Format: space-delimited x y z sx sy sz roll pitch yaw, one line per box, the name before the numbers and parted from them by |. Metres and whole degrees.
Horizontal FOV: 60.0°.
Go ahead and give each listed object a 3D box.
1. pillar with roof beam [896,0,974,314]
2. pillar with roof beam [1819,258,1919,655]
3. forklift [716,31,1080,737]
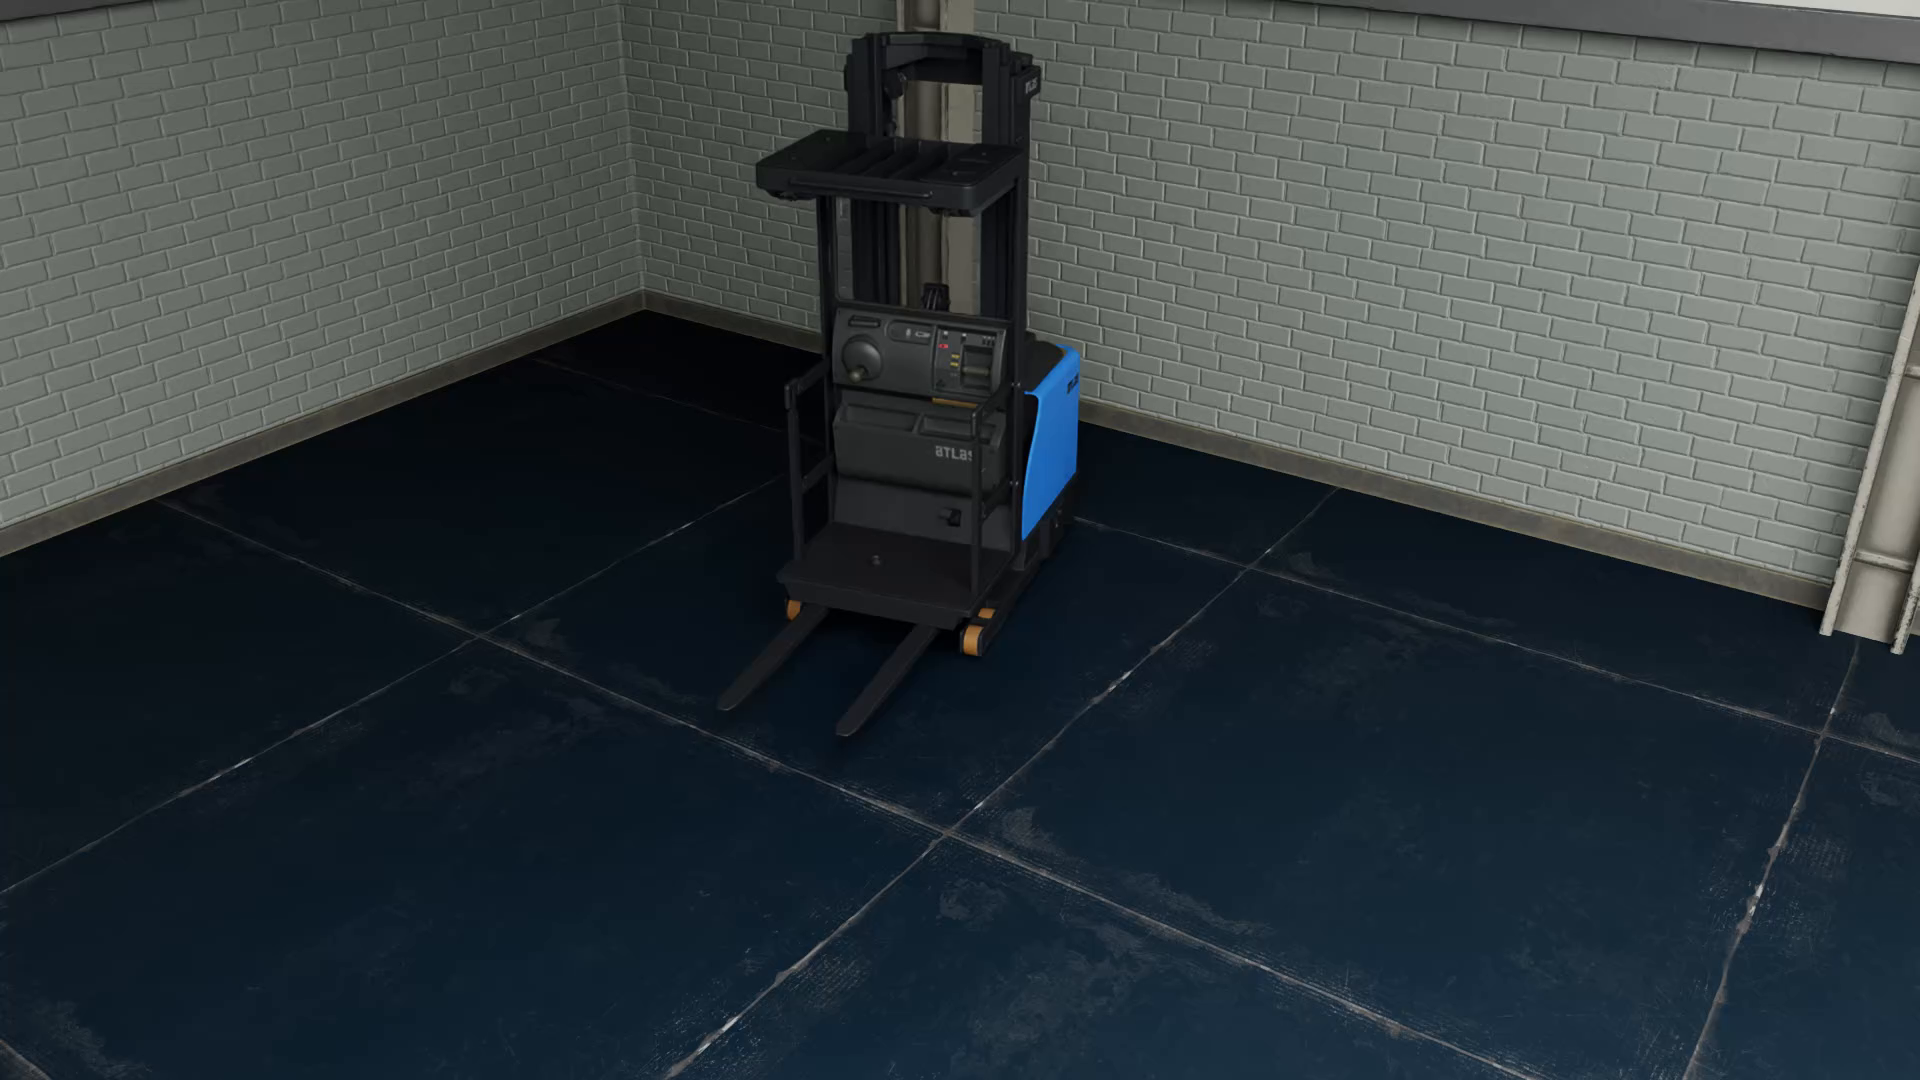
pillar with roof beam | -2.598 -3.457 6.621 0.400 9.000 9.100 17 32 30
pillar with roof beam | 2.348 -1.916 3.593 0.400 9.000 9.100 17 32 30
forklift | -0.288 -0.917 8.320 1.130 2.935 3.031 10 29 18
